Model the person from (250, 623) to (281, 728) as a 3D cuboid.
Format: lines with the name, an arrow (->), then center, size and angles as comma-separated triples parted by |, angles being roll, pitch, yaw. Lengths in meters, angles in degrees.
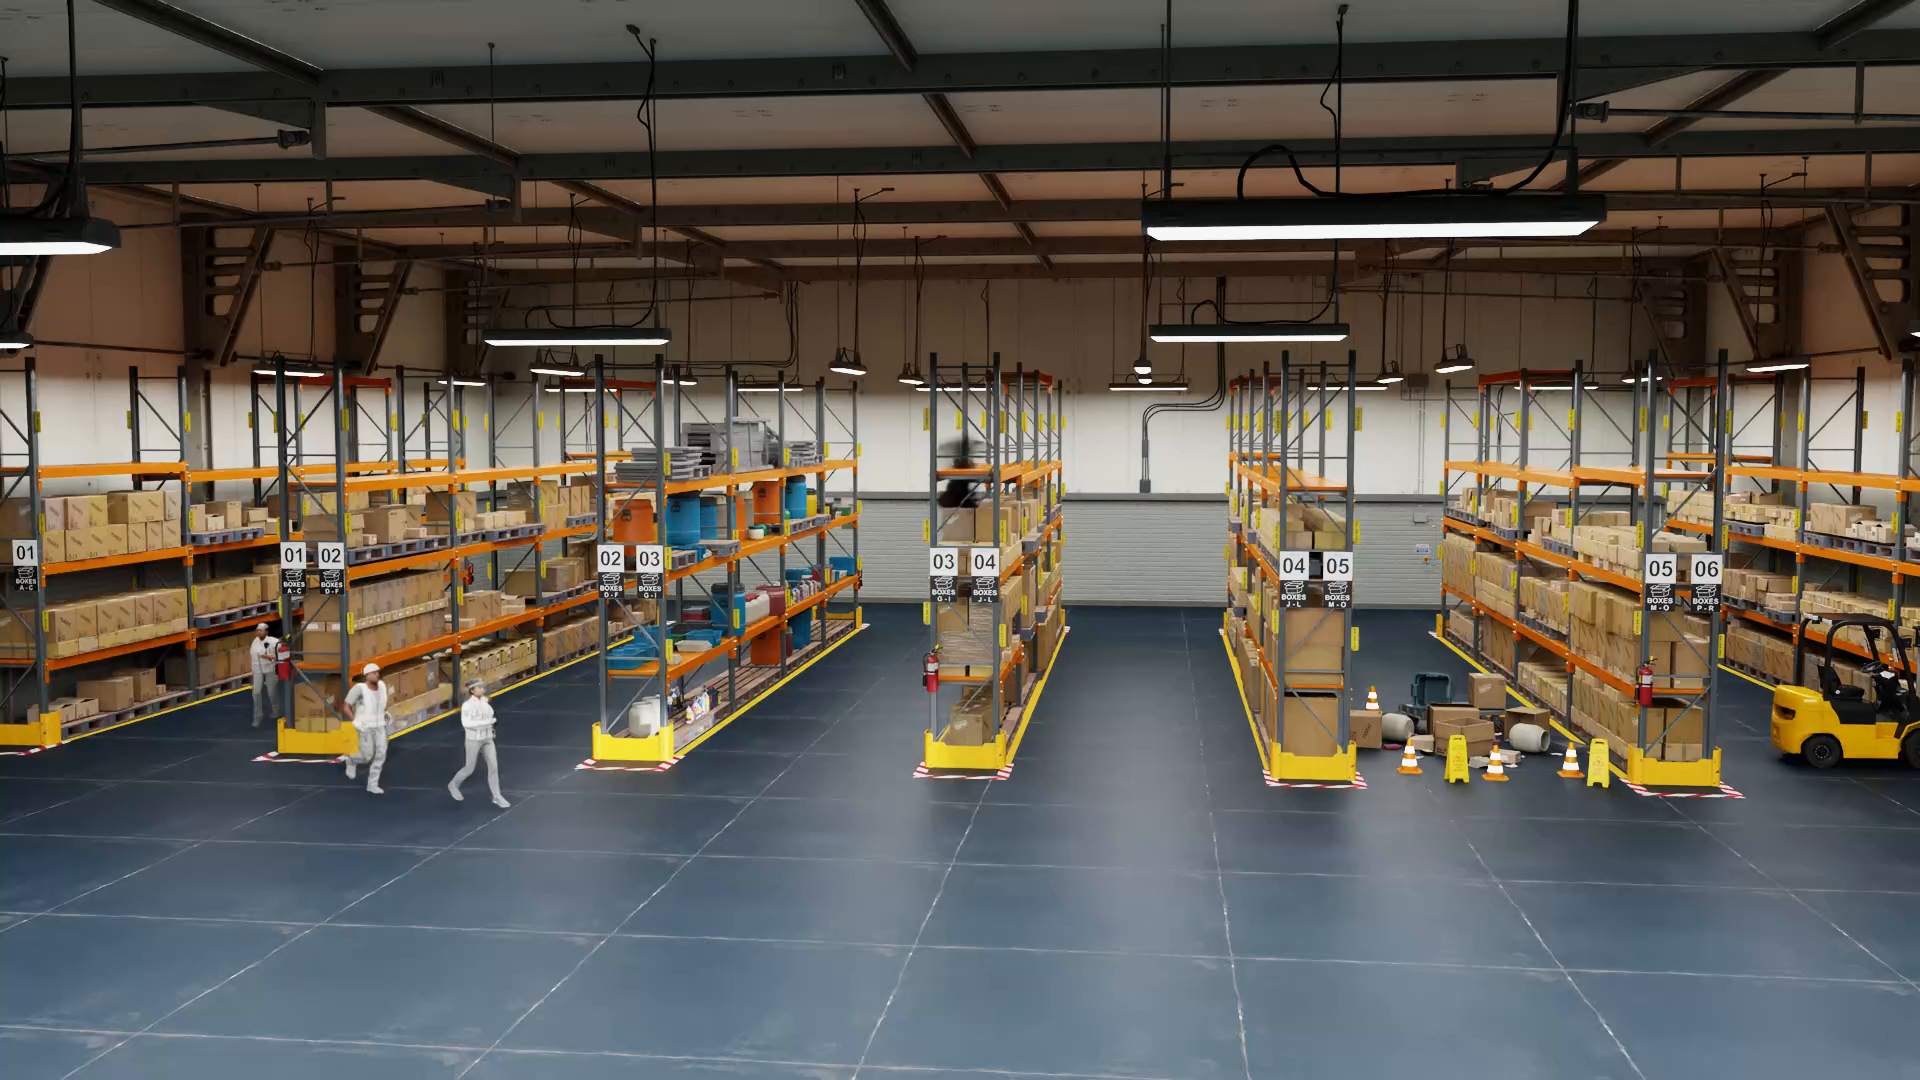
person -> -11.516, 2.226, 27.671 | 0.581, 1.721, 0.814 | 0, 4, -1

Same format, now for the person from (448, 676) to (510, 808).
person -> -6.267, 2.608, 21.649 | 0.922, 1.690, 0.614 | 2, 5, 29

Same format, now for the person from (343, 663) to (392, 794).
person -> -8.058, 2.541, 22.625 | 0.733, 1.748, 0.705 | 2, 5, 32
